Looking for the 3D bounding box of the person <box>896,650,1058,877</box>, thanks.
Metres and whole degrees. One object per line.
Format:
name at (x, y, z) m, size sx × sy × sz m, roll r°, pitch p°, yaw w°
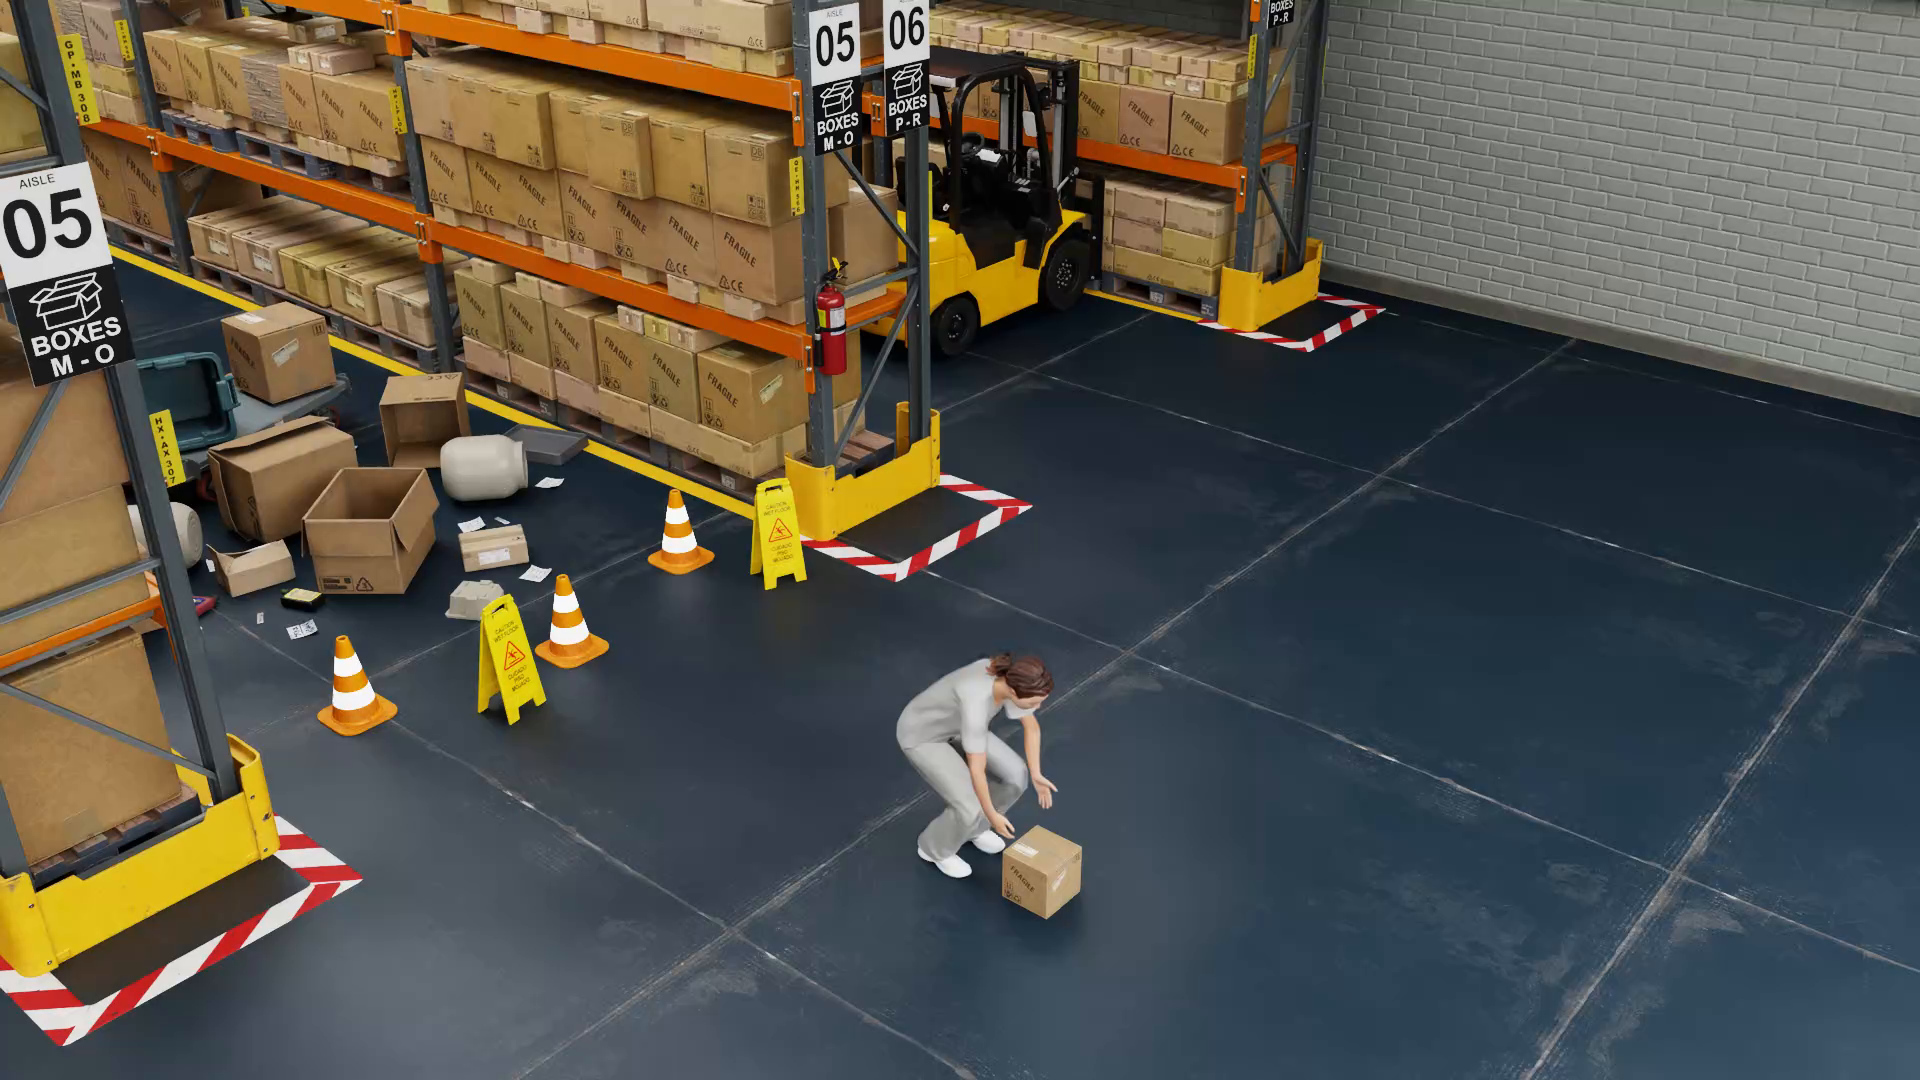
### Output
person at (0.082, 0.939, 7.378) m, size 0.741 × 1.159 × 0.494 m, roll 21°, pitch 34°, yaw 34°
